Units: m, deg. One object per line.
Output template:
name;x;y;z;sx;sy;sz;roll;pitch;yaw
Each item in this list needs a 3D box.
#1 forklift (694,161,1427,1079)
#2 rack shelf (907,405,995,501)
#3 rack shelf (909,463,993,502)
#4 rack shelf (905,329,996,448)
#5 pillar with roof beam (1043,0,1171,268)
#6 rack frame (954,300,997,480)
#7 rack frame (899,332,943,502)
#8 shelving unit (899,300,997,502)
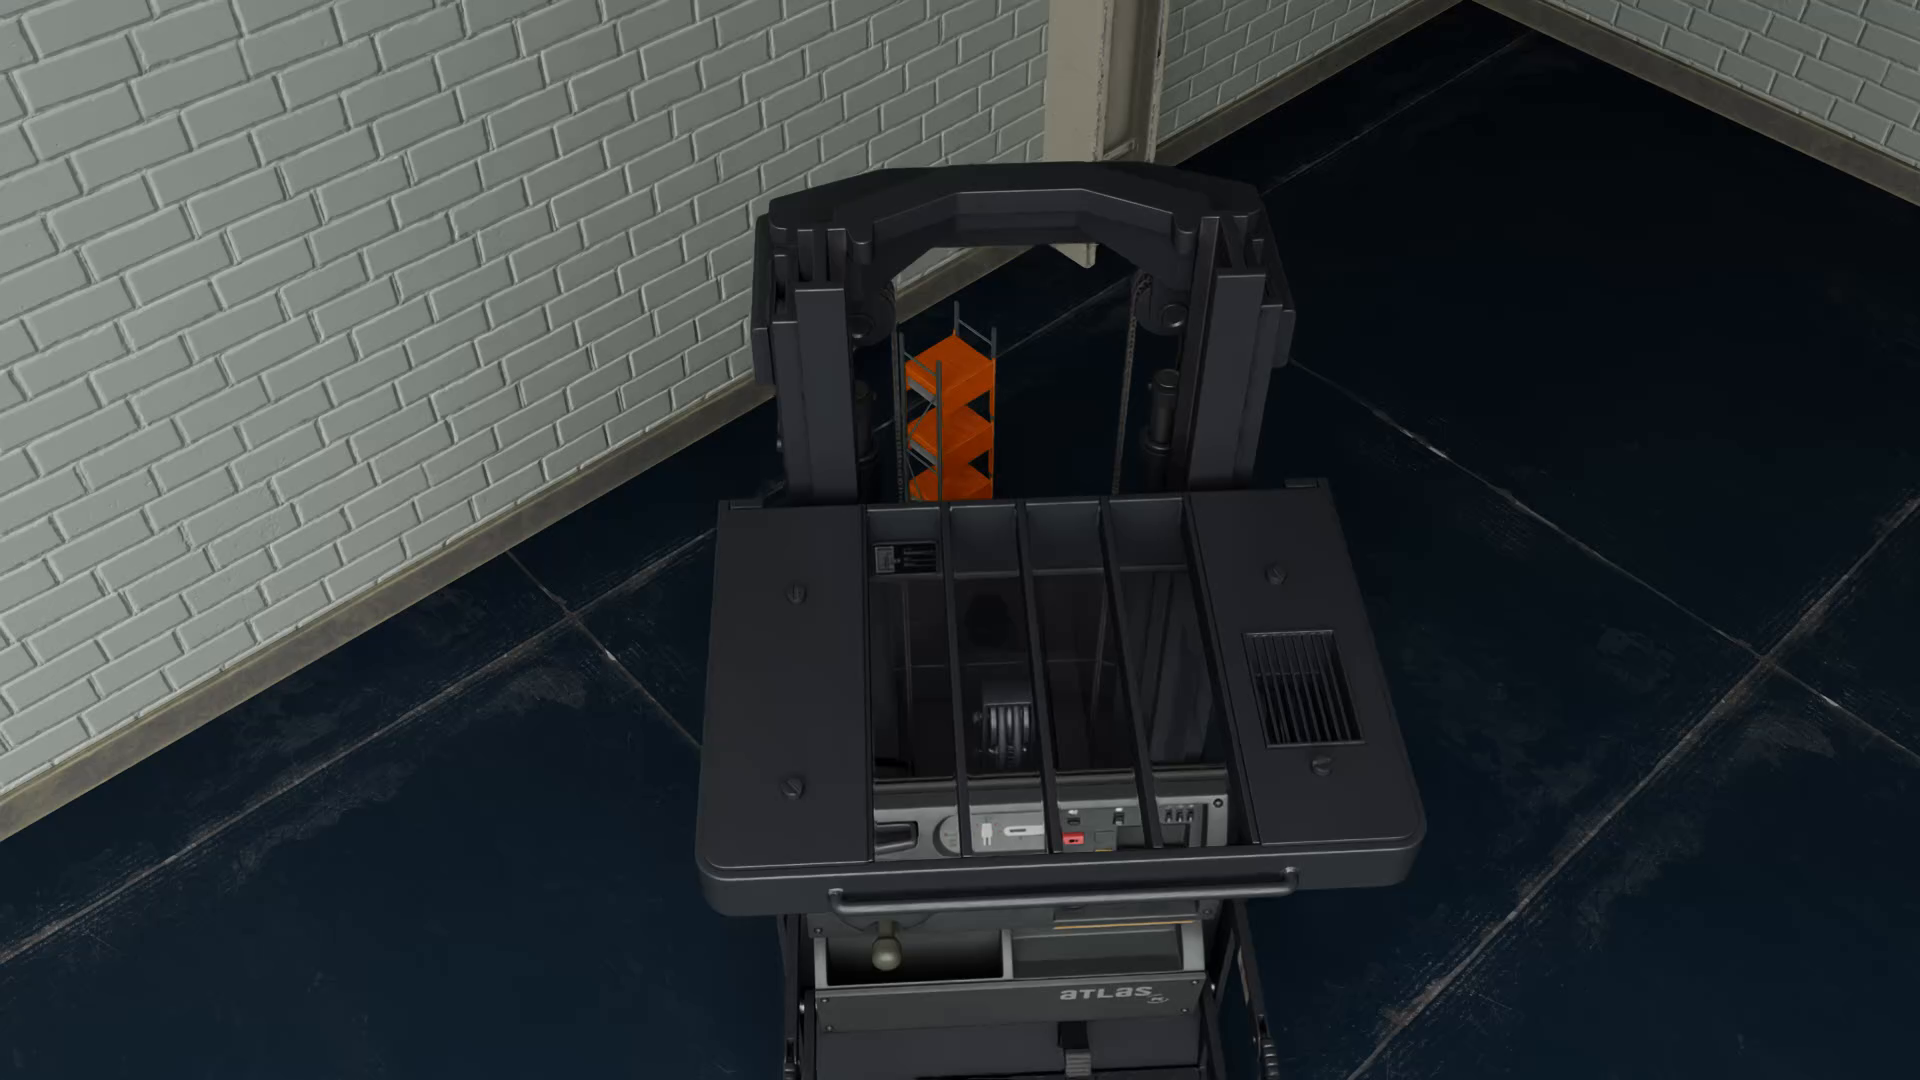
forklift;0.132;0.830;3.490;1.130;2.935;3.031;-2;47;-2
rack shelf;-0.040;-0.322;5.847;0.240;0.259;0.215;-34;56;-27
rack shelf;-0.040;-0.134;6.052;0.240;0.259;0.215;-34;56;-27
rack shelf;-0.040;-0.515;5.639;0.240;0.259;0.215;-34;56;-27
pillar with roof beam;3.500;-2.092;2.057;0.400;9.000;9.100;-34;56;-27
rack frame;0.051;-0.390;5.895;0.008;1.050;0.200;-34;56;-27
rack frame;-0.130;-0.269;5.784;0.008;1.050;0.200;-34;56;-27
shelving unit;-0.040;-0.330;5.840;0.252;1.050;0.215;-34;56;-27
